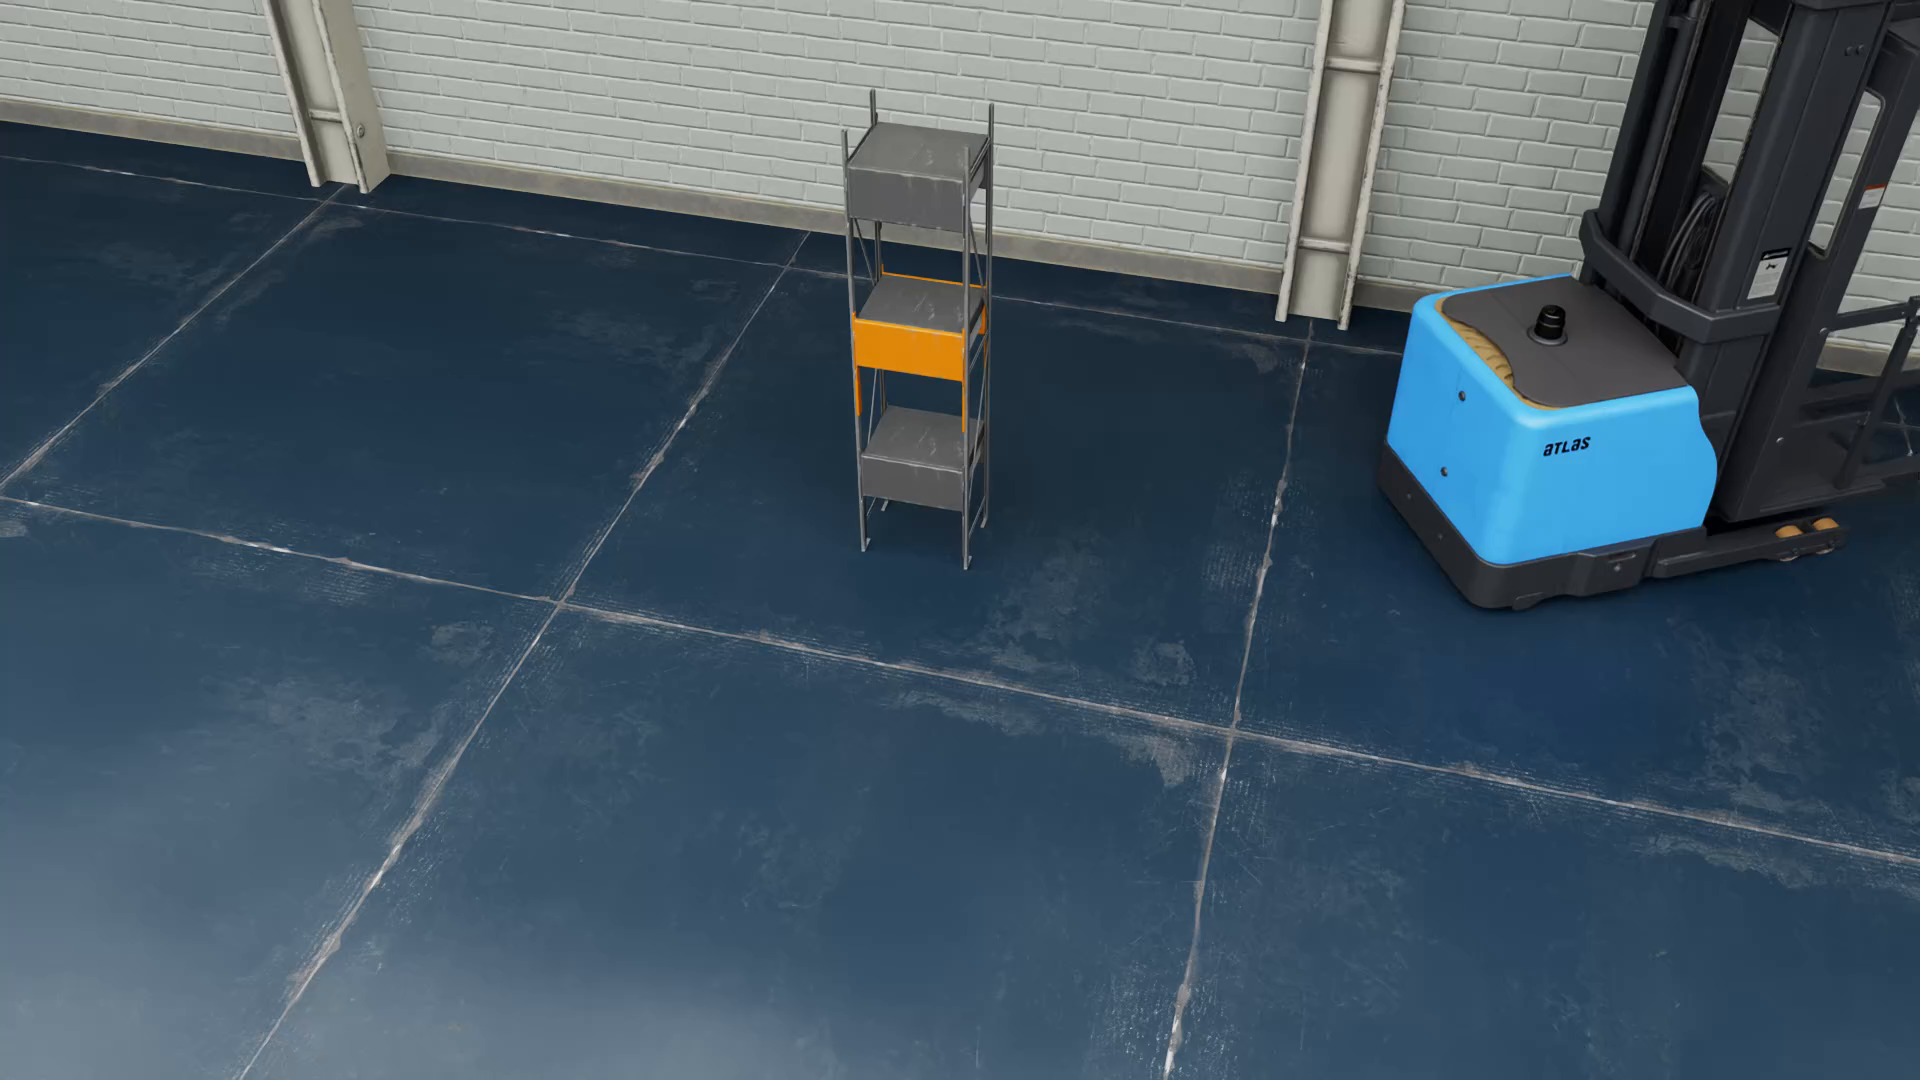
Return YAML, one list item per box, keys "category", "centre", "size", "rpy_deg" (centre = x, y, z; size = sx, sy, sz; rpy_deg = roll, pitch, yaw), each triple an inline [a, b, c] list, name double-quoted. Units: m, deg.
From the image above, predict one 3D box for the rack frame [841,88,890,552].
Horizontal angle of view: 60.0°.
- category: "rack frame"
  centre: [-0.396, -0.872, 7.156]
  size: [0.015, 2.100, 0.400]
  rpy_deg: [10, 41, 11]

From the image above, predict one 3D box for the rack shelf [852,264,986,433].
- category: "rack shelf"
  centre: [-0.160, -0.821, 7.116]
  size: [0.480, 0.518, 0.431]
  rpy_deg: [10, 41, 11]

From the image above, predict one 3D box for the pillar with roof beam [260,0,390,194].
- category: "pillar with roof beam"
  centre: [-4.935, -3.047, 4.381]
  size: [0.400, 9.000, 9.100]
  rpy_deg: [10, 41, 11]

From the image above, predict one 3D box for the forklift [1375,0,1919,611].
- category: "forklift"
  centre: [3.569, -1.341, 7.068]
  size: [3.031, 2.935, 1.130]
  rpy_deg: [-10, 41, -12]

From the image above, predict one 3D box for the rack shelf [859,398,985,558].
- category: "rack shelf"
  centre: [-0.160, -0.285, 7.566]
  size: [0.480, 0.518, 0.431]
  rpy_deg: [10, 41, 11]

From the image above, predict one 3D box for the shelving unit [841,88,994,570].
- category: "shelving unit"
  centre: [-0.160, -0.832, 7.108]
  size: [0.503, 2.100, 0.431]
  rpy_deg: [10, 41, 11]

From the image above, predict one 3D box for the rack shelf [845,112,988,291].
- category: "rack shelf"
  centre: [-0.160, -1.357, 6.666]
  size: [0.480, 0.518, 0.431]
  rpy_deg: [10, 41, 11]

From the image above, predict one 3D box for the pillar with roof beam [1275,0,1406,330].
- category: "pillar with roof beam"
  centre: [0.862, -2.049, 3.193]
  size: [0.400, 9.000, 9.100]
  rpy_deg: [10, 41, 11]

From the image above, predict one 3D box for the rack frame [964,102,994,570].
- category: "rack frame"
  centre: [0.076, -0.791, 7.059]
  size: [0.015, 2.100, 0.400]
  rpy_deg: [10, 41, 11]
